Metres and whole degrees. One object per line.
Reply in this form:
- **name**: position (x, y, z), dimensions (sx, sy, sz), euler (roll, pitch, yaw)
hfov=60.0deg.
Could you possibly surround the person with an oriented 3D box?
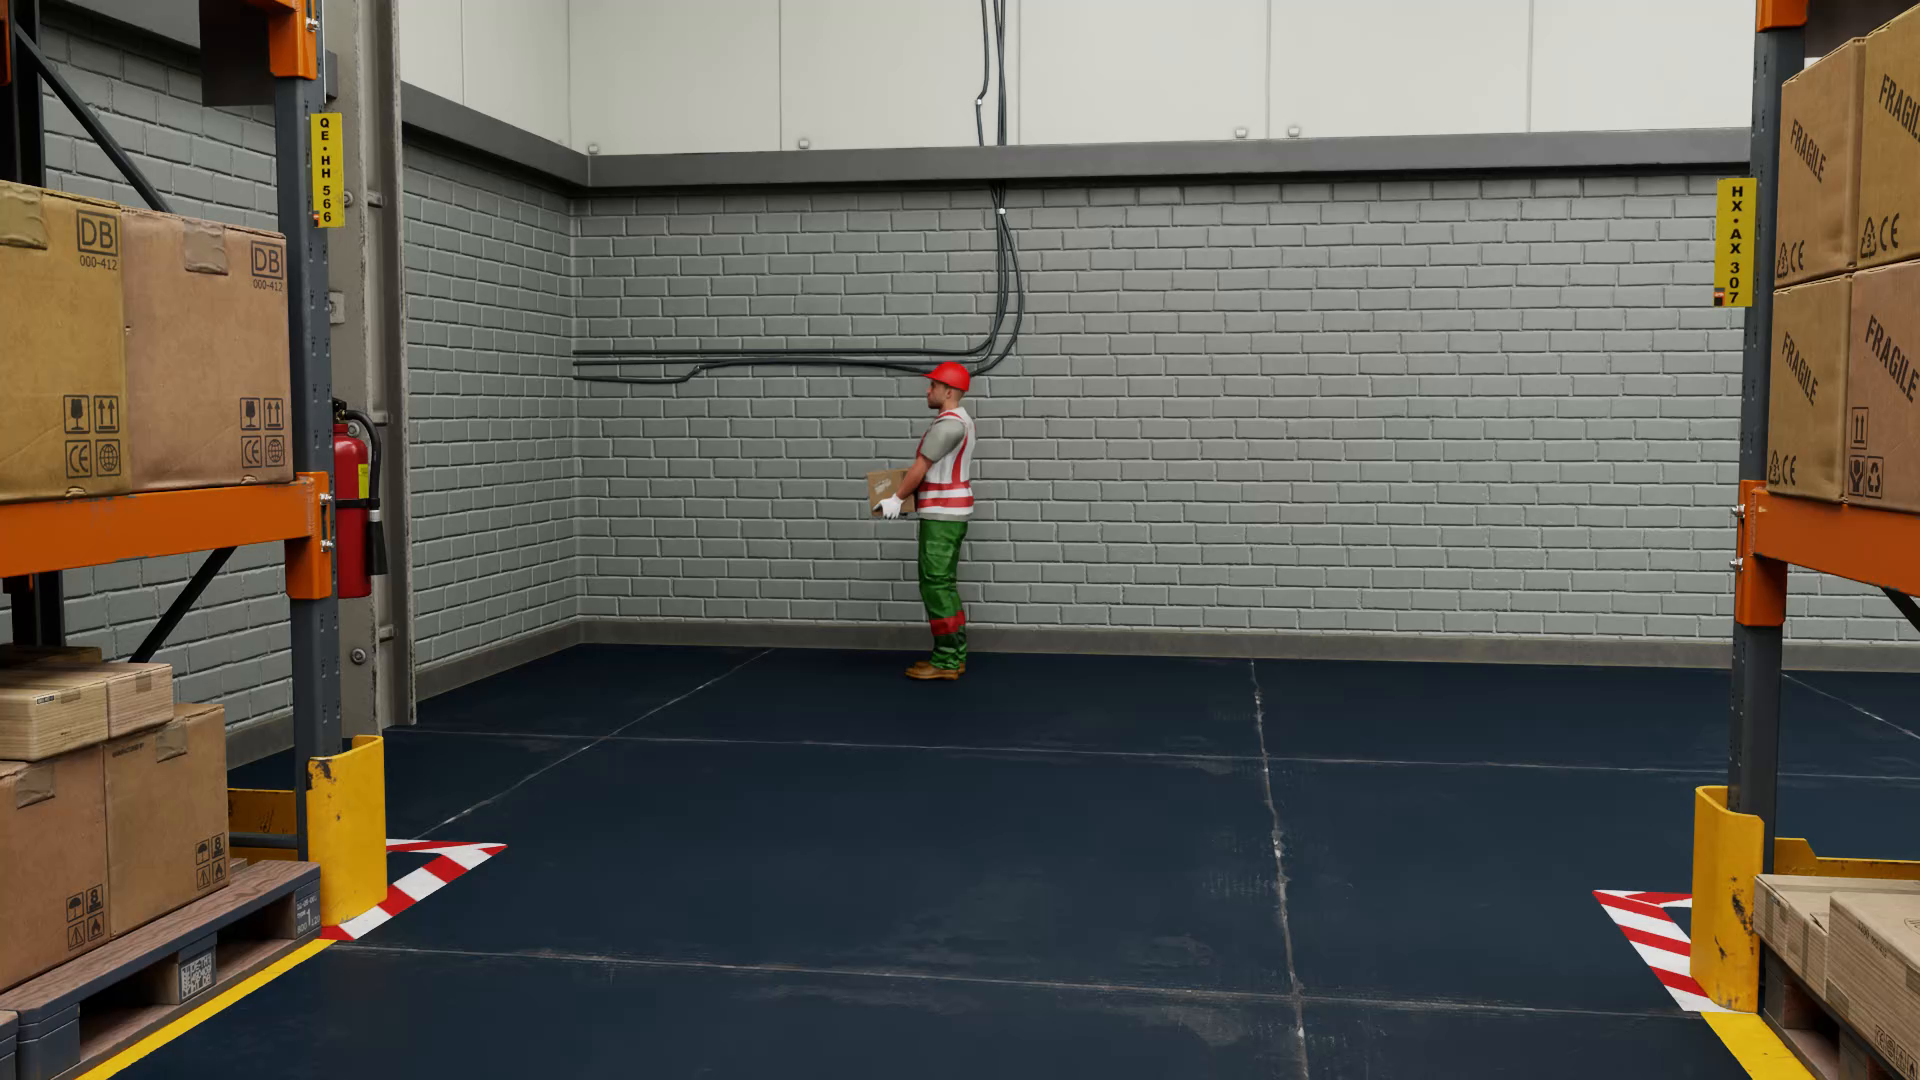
- **person**: position (-0.199, -0.114, 9.414), dimensions (0.551, 1.785, 0.495), euler (1, 4, 9)
